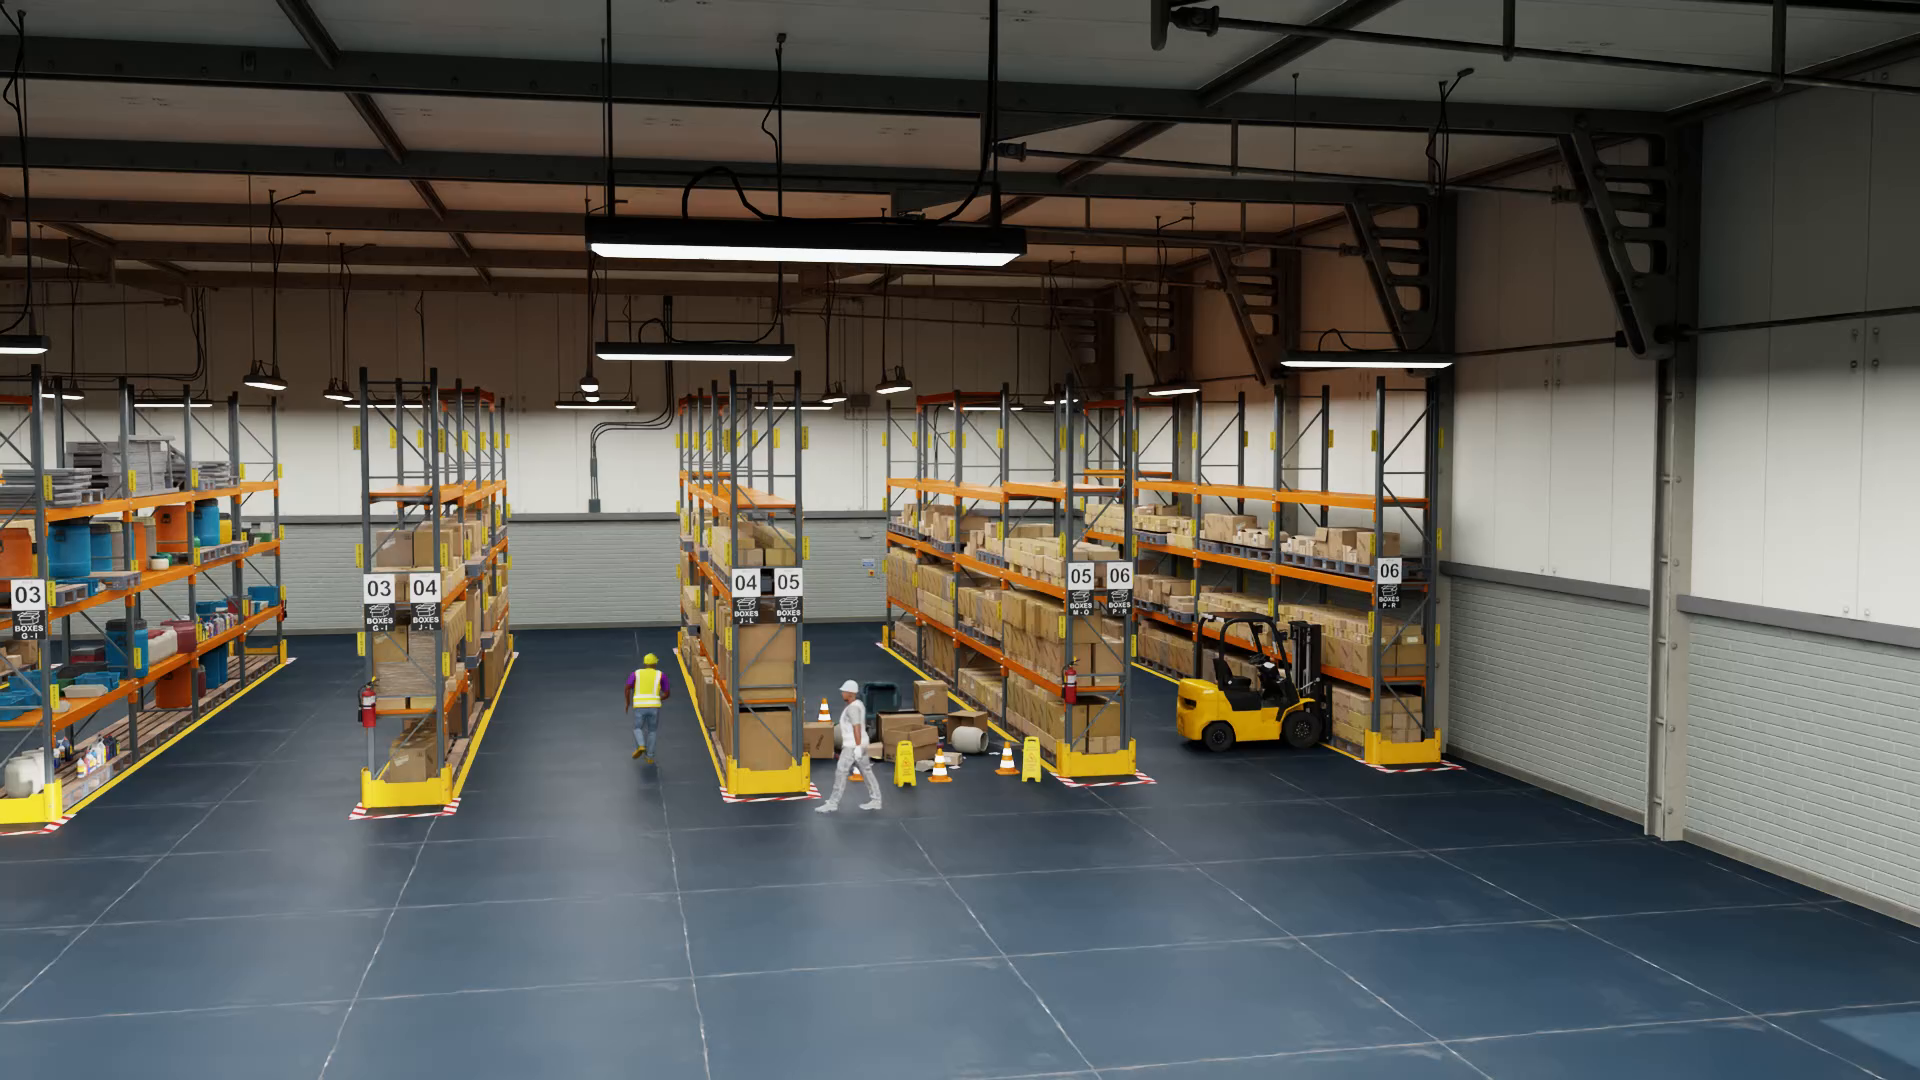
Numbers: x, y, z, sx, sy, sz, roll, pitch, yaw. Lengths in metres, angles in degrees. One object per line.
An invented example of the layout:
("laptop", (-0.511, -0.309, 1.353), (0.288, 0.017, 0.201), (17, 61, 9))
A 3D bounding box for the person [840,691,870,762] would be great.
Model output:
("person", (-1.440, 2.442, 22.424), (0.426, 1.012, 0.580), (1, 3, 11))

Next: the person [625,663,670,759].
("person", (-4.905, 2.617, 26.116), (0.703, 1.560, 0.710), (-1, 3, -10))
